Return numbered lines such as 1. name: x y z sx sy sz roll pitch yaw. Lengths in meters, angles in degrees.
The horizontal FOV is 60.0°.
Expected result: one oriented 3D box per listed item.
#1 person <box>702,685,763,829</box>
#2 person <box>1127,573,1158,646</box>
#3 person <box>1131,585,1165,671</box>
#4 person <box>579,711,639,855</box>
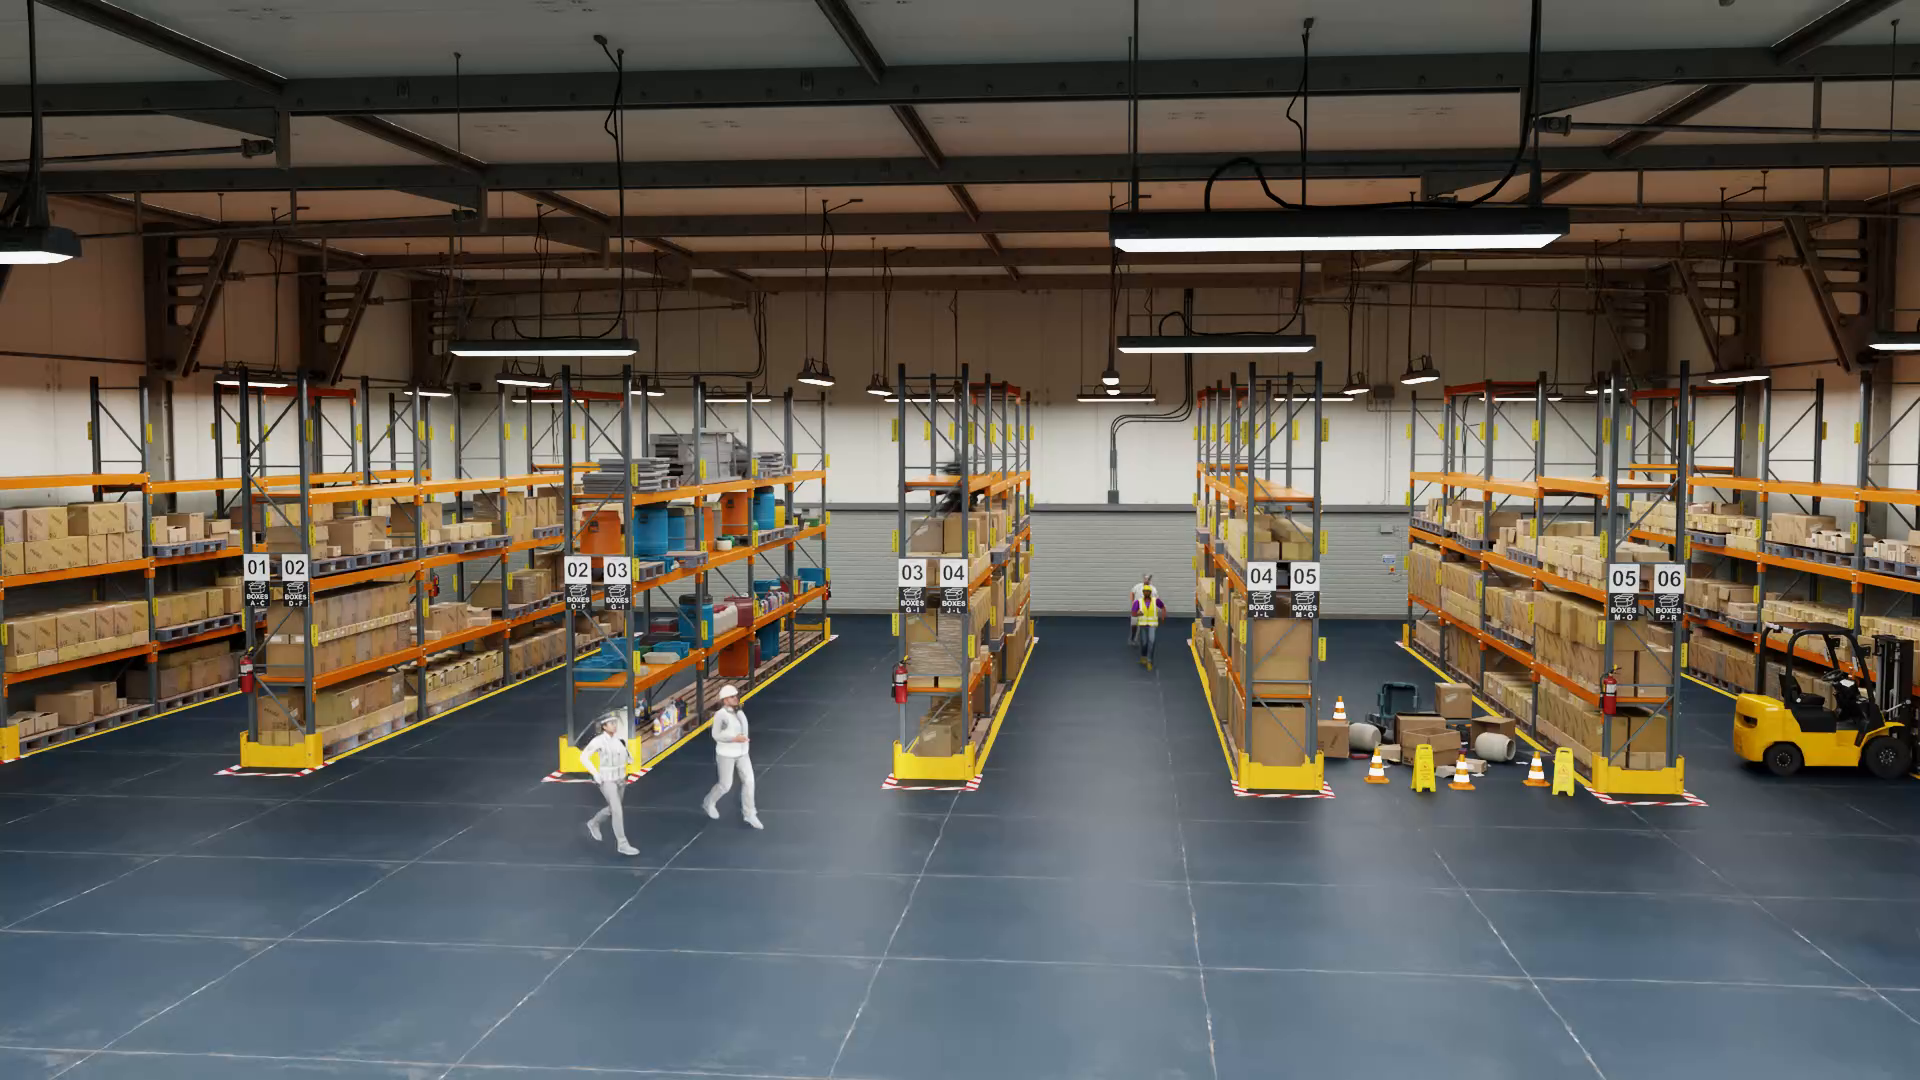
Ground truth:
1. person: -2.918 2.751 21.248 0.917 1.804 0.668 3 5 37
2. person: 4.284 1.636 38.992 0.718 1.740 0.603 1 4 11
3. person: 4.004 1.851 35.447 0.706 1.779 0.944 1 4 10
4. person: -4.173 2.868 19.848 0.929 1.672 0.618 2 4 33
